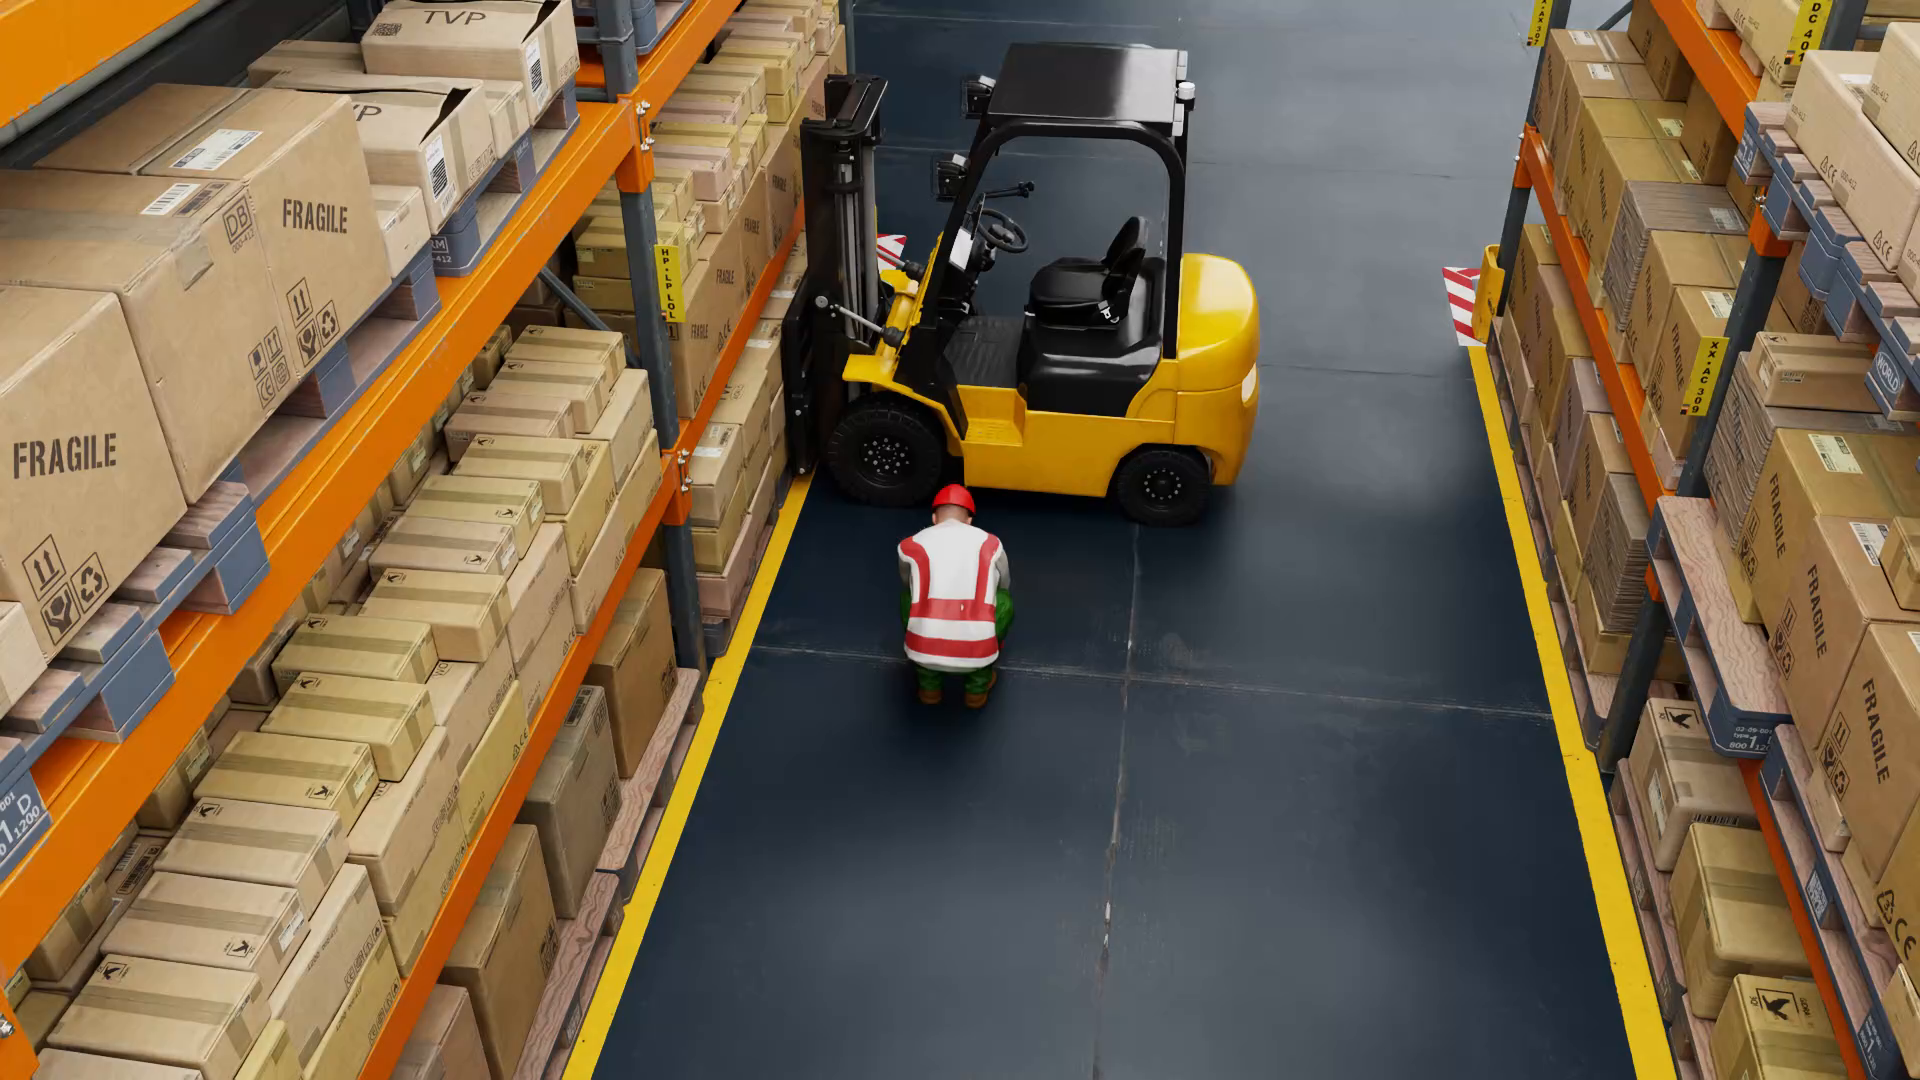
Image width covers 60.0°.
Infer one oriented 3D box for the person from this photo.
[{"bbox_3d":[-0.024,0.323,7.499,0.540,0.876,0.915,4,36,6],"label":"person"}]
